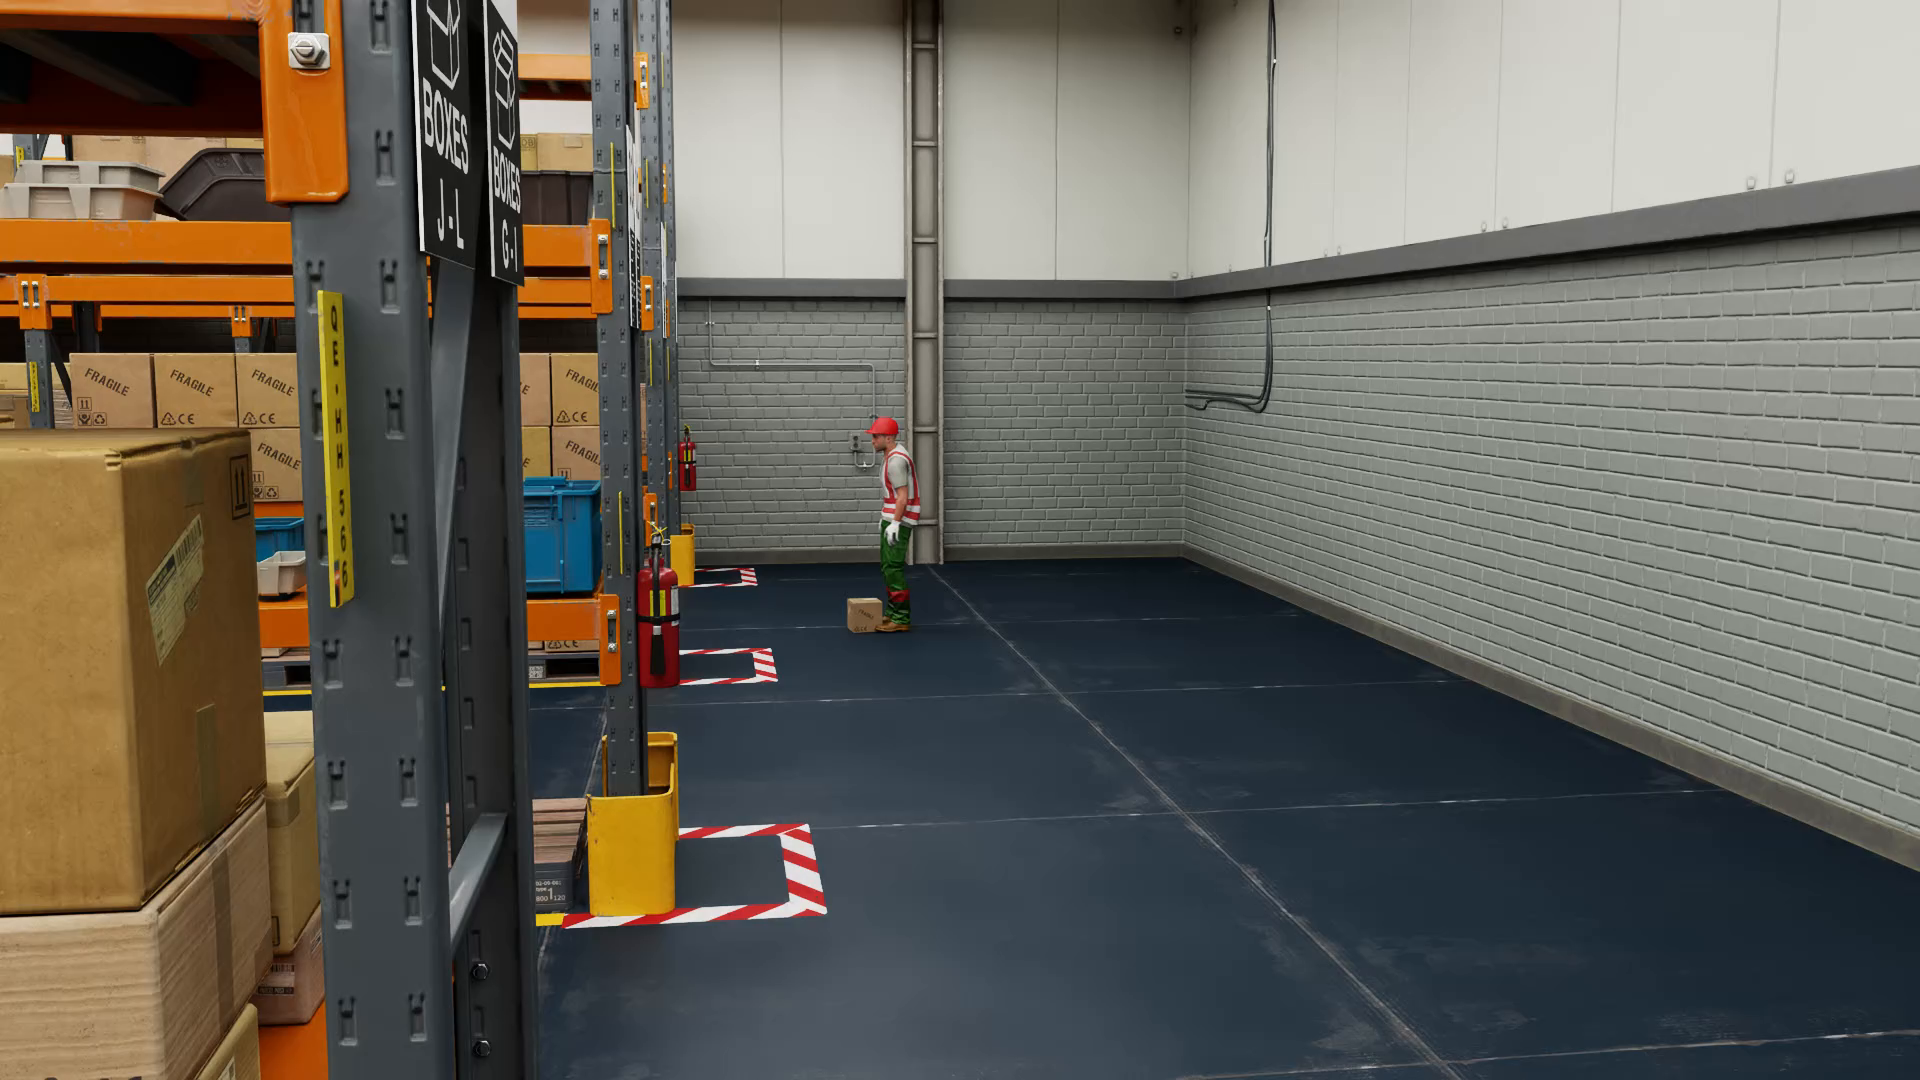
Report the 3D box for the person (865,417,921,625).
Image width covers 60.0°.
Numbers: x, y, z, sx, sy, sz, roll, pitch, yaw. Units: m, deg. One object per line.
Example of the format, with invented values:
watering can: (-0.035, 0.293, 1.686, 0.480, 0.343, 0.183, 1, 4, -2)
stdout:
person: (-0.564, -0.162, 13.835, 0.453, 1.720, 0.568, -1, 6, -9)
